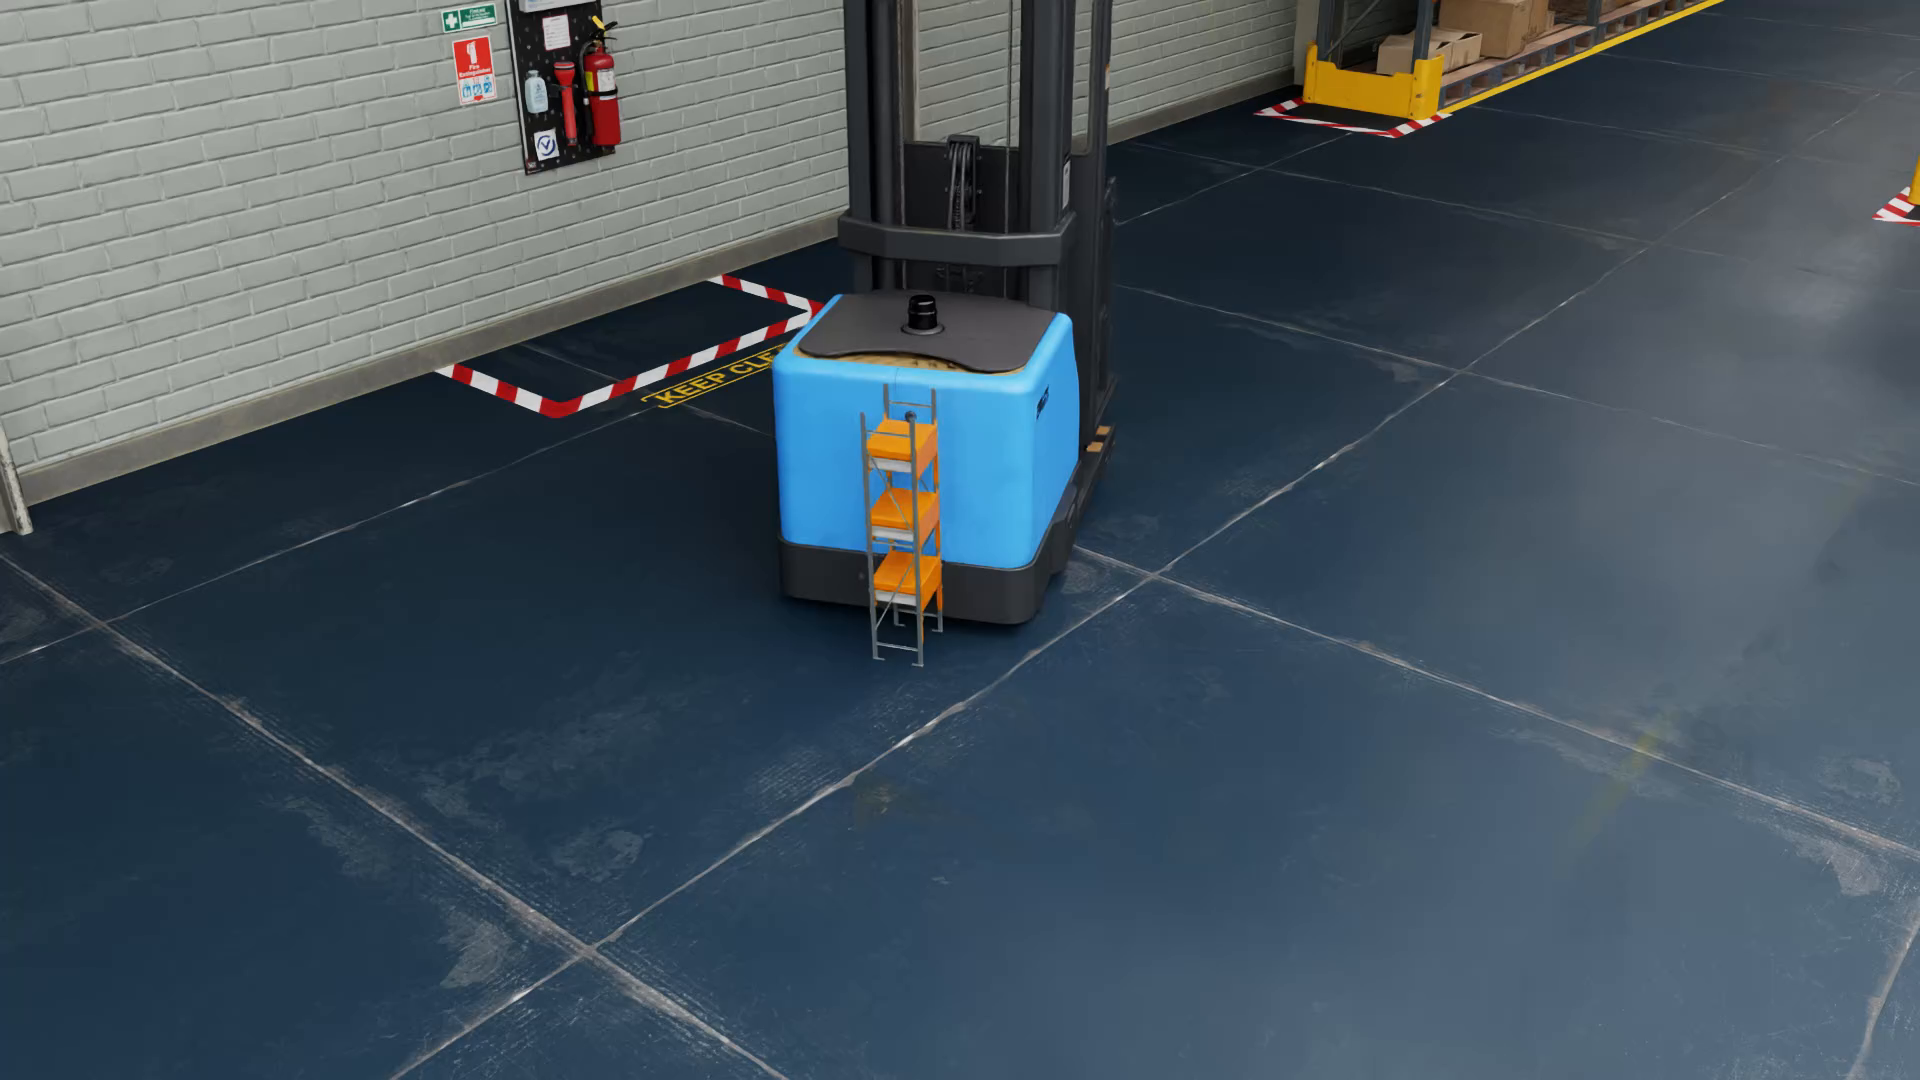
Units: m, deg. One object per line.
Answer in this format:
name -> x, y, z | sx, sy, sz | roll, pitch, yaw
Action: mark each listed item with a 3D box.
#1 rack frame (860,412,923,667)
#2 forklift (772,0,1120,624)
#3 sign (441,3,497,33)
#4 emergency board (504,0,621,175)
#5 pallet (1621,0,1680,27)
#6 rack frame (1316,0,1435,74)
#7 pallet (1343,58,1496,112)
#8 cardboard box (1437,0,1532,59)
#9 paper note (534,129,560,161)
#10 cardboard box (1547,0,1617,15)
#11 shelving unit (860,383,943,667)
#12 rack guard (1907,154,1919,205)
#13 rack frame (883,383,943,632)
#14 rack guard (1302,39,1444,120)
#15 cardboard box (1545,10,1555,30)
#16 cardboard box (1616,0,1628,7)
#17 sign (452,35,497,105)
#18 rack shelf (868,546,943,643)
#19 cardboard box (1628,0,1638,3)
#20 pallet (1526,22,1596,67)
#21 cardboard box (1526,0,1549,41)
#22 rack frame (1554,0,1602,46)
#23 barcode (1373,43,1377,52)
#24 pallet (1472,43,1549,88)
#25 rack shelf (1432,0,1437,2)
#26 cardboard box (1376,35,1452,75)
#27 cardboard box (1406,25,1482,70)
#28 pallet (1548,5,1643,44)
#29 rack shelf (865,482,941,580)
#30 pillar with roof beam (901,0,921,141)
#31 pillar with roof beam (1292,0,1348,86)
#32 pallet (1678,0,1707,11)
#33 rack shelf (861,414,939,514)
rack frame -> -0.245, 0.016, 6.077 | 0.200, 1.050, 0.008 | 8, 32, 15
forklift -> 0.129, -1.633, 7.216 | 1.130, 2.935, 3.031 | 7, 28, 13
sign -> -2.528, -2.693, 8.575 | 0.001, 0.109, 0.331 | 21, 34, 34
emergency board -> -2.107, -2.608, 9.027 | 0.194, 1.169, 0.643 | 21, 34, 34
pallet -> 7.347, -5.990, 18.599 | 1.003, 0.211, 1.213 | 21, 34, 34
rack frame -> 3.533, -5.100, 13.843 | 1.000, 3.000, 0.127 | 21, 34, 34
pallet -> 4.125, -4.166, 15.073 | 1.003, 0.211, 1.213 | 21, 34, 34
cardboard box -> 4.910, -4.851, 15.605 | 0.700, 0.500, 0.500 | 18, 33, 31
paper note -> -2.273, -2.174, 9.147 | 0.016, 0.148, 0.142 | 21, 34, 34
cardboard box -> 6.533, -5.869, 17.572 | 0.700, 0.500, 0.500 | 22, 35, 36
shelving unit -> -0.209, -0.044, 6.177 | 0.215, 1.050, 0.252 | 8, 32, 15
rack guard -> 7.343, -2.534, 11.605 | 1.175, 0.500, 0.348 | 21, 34, 34
rack frame -> -0.173, -0.104, 6.277 | 0.200, 1.050, 0.008 | 8, 32, 15
rack guard -> 3.581, -4.016, 14.469 | 1.175, 0.500, 0.348 | 21, 34, 34
cardboard box -> 5.760, -5.256, 16.751 | 0.380, 0.166, 0.250 | 16, 31, 28
cardboard box -> 6.823, -6.067, 17.954 | 0.700, 0.500, 0.500 | 20, 33, 33
sign -> -2.538, -2.458, 8.698 | 0.001, 0.329, 0.234 | 21, 34, 34
rack shelf -> -0.204, 0.204, 6.325 | 0.215, 0.259, 0.240 | 8, 32, 15
cardboard box -> 7.178, -6.236, 18.281 | 0.700, 0.500, 0.500 | 21, 34, 35
pallet -> 5.677, -5.031, 16.745 | 1.003, 0.211, 1.213 | 21, 34, 34
cardboard box -> 5.448, -5.223, 16.324 | 0.500, 0.500, 0.500 | 18, 32, 31
rack frame -> 6.077, -6.518, 16.584 | 1.000, 3.000, 0.127 | 21, 34, 34
barcode -> 3.746, -4.447, 15.019 | 0.001, 0.075, 0.075 | 21, 34, 34
pallet -> 4.902, -4.596, 15.905 | 1.003, 0.211, 1.213 | 21, 34, 34
rack shelf -> 4.805, -5.489, 15.379 | 1.077, 0.370, 4.000 | 21, 34, 34
cardboard box -> 4.043, -4.320, 14.783 | 0.500, 0.311, 0.500 | 17, 32, 29
cardboard box -> 4.405, -4.522, 15.174 | 0.500, 0.311, 0.500 | 24, 36, 38
pallet -> 6.571, -5.556, 17.760 | 1.003, 0.211, 1.213 | 21, 34, 34
rack shelf -> -0.209, -0.035, 6.183 | 0.215, 0.259, 0.240 | 8, 32, 15
pillar with roof beam -> 2.816, -4.880, 6.889 | 9.100, 9.000, 0.400 | 21, 34, 34
pillar with roof beam -> 6.633, -7.007, 11.001 | 9.100, 9.000, 0.400 | 21, 34, 34
pallet -> 8.123, -6.421, 19.432 | 1.003, 0.211, 1.213 | 21, 34, 34
rack shelf -> -0.214, -0.279, 6.038 | 0.215, 0.259, 0.240 | 8, 32, 15
